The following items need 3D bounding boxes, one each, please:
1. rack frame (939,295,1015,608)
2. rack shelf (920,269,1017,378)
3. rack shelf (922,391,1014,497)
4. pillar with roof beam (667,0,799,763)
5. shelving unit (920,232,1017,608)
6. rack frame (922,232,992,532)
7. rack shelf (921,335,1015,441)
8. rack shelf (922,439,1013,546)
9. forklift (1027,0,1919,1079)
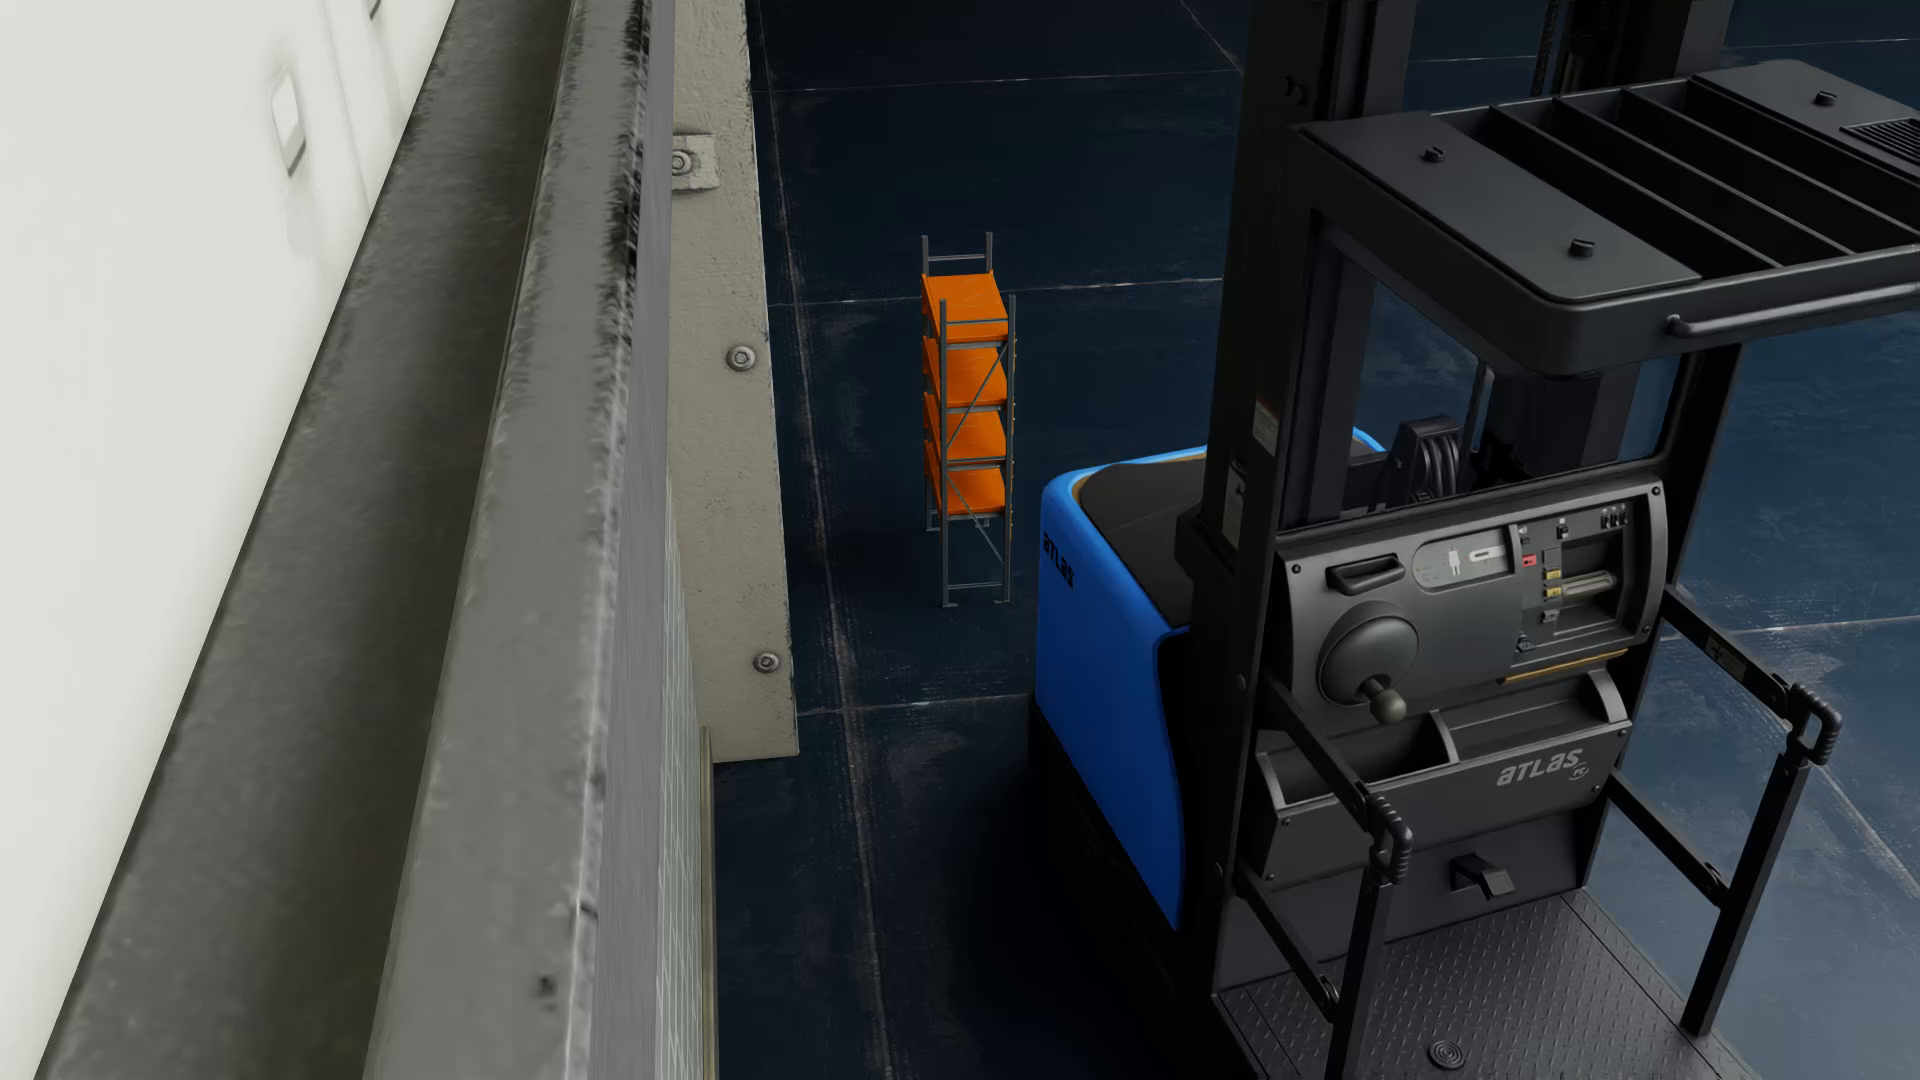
[{"bbox_3d":[0.055,-0.267,5.577,0.240,1.200,0.015,-4,35,-6],"label":"rack frame"},{"bbox_3d":[0.022,-0.728,5.555,0.258,0.148,0.480,-4,35,-6],"label":"rack shelf"},{"bbox_3d":[0.022,-0.348,5.814,0.258,0.148,0.480,-4,35,-6],"label":"rack shelf"},{"bbox_3d":[3.579,-3.465,3.343,9.100,9.000,0.400,-4,35,-6],"label":"pillar with roof beam"},{"bbox_3d":[0.022,-0.403,5.777,0.258,1.200,0.503,-4,35,-6],"label":"shelving unit"},{"bbox_3d":[-0.011,-0.540,5.976,0.240,1.200,0.015,-4,35,-6],"label":"rack frame"},{"bbox_3d":[0.022,-0.533,5.688,0.258,0.148,0.480,-4,35,-6],"label":"rack shelf"},{"bbox_3d":[0.022,-0.184,5.926,0.258,0.148,0.480,-4,35,-6],"label":"rack shelf"},{"bbox_3d":[1.179,0.188,3.371,1.130,2.935,3.031,-11,36,-16],"label":"forklift"}]
